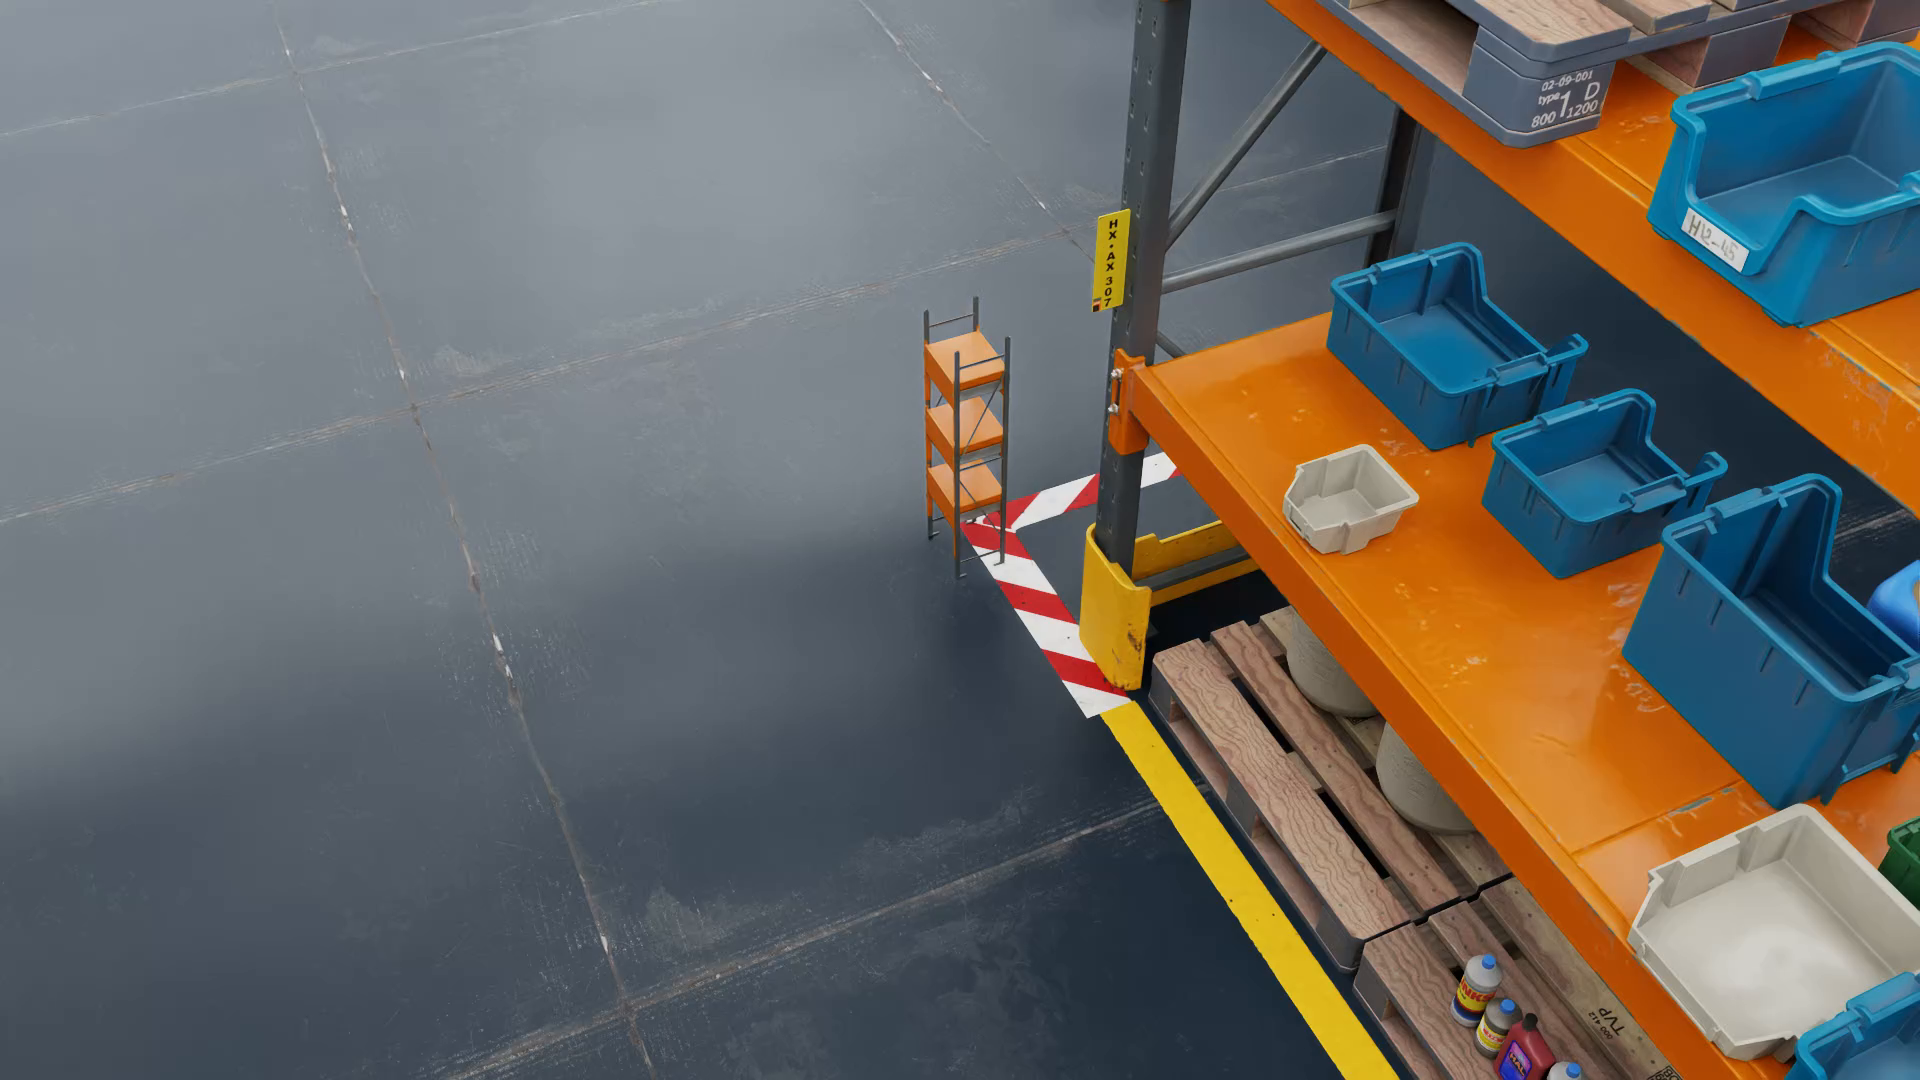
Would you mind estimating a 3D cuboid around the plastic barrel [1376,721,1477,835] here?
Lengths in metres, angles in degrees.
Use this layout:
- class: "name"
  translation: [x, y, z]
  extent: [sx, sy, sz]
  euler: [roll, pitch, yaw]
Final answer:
- class: "plastic barrel"
  translation: [1.486, 0.602, 4.977]
  extent: [0.421, 0.512, 0.421]
  euler: [0, 45, 0]

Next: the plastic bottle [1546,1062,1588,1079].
- class: "plastic bottle"
  translation: [1.553, 1.430, 4.294]
  extent: [0.097, 0.271, 0.097]
  euler: [0, 45, 0]

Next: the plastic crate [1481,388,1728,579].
- class: "plastic crate"
  translation: [1.679, -0.151, 4.374]
  extent: [0.499, 0.251, 0.408]
  euler: [-18, 47, -17]

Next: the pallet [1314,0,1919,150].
- class: "pallet"
  translation: [1.188, -1.295, 3.425]
  extent: [1.003, 0.211, 1.213]
  euler: [-18, 47, -17]

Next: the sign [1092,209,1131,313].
- class: "sign"
  translation: [0.428, -0.789, 4.717]
  extent: [0.100, 0.325, 0.005]
  euler: [-18, 47, -17]

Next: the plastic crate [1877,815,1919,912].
- class: "plastic crate"
  translation: [2.296, 0.826, 3.428]
  extent: [0.450, 0.188, 0.662]
  euler: [-18, 47, -17]

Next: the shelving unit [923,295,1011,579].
- class: "shelving unit"
  translation: [0.022, -0.340, 5.847]
  extent: [0.215, 1.050, 0.252]
  euler: [-18, 47, -17]

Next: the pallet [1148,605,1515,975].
- class: "pallet"
  translation: [1.340, 0.696, 5.394]
  extent: [1.003, 0.211, 1.213]
  euler: [-18, 47, -17]

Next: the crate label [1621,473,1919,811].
- class: "crate label"
  translation: [1.948, 0.230, 3.856]
  extent: [0.502, 0.435, 0.616]
  euler: [-18, 47, -17]

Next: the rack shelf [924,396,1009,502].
- class: "rack shelf"
  translation: [0.022, -0.332, 5.854]
  extent: [0.215, 0.259, 0.240]
  euler: [-18, 47, -17]

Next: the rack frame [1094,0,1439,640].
- class: "rack frame"
  translation: [0.929, -0.850, 4.976]
  extent: [1.000, 3.000, 0.127]
  euler: [-18, 47, -17]

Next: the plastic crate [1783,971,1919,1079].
- class: "plastic crate"
  translation: [1.899, 1.127, 3.078]
  extent: [0.499, 0.251, 0.616]
  euler: [-18, 47, -17]

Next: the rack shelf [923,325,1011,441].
- class: "rack shelf"
  translation: [0.022, -0.534, 5.655]
  extent: [0.215, 0.259, 0.240]
  euler: [-18, 47, -17]

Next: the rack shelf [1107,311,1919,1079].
- class: "rack shelf"
  translation: [1.770, 0.680, 3.937]
  extent: [1.077, 0.370, 4.000]
  euler: [-18, 47, -17]

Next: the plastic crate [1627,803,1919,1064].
- class: "plastic crate"
  translation: [1.698, 0.833, 3.458]
  extent: [0.530, 0.136, 0.437]
  euler: [-18, 47, -17]

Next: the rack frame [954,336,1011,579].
- class: "rack frame"
  translation: [0.073, -0.262, 5.768]
  extent: [0.200, 1.050, 0.008]
  euler: [-18, 47, -17]

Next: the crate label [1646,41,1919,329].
- class: "crate label"
  translation: [1.416, -0.575, 2.667]
  extent: [0.502, 0.251, 0.408]
  euler: [-18, 47, -17]

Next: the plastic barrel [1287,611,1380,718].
- class: "plastic barrel"
  translation: [1.275, 0.283, 5.300]
  extent: [0.421, 0.512, 0.421]
  euler: [0, 45, 0]

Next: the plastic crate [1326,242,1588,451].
- class: "plastic crate"
  translation: [1.411, -0.567, 4.795]
  extent: [0.499, 0.251, 0.616]
  euler: [-18, 47, -17]

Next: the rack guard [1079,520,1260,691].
- class: "rack guard"
  translation: [1.003, 0.074, 5.819]
  extent: [1.175, 0.500, 0.348]
  euler: [-18, 47, -17]

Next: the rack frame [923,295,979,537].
- class: "rack frame"
  translation: [-0.029, -0.417, 5.925]
  extent: [0.200, 1.050, 0.008]
  euler: [-18, 47, -17]

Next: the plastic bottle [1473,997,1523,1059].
- class: "plastic bottle"
  translation: [1.452, 1.303, 4.473]
  extent: [0.097, 0.201, 0.097]
  euler: [0, 45, 0]

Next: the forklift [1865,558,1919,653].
- class: "forklift"
  translation: [3.756, 0.530, 3.626]
  extent: [1.130, 2.935, 3.031]
  euler: [-25, 50, -23]

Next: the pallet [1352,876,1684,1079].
- class: "pallet"
  translation: [1.849, 1.472, 4.607]
  extent: [1.003, 0.211, 1.213]
  euler: [-18, 47, -17]

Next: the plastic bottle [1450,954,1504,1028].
- class: "plastic bottle"
  translation: [1.408, 1.212, 4.516]
  extent: [0.097, 0.271, 0.097]
  euler: [0, 45, 0]

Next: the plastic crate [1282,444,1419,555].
- class: "plastic crate"
  translation: [1.013, -0.091, 4.394]
  extent: [0.298, 0.136, 0.250]
  euler: [-18, 47, -17]

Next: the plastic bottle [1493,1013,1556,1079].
- class: "plastic bottle"
  translation: [1.487, 1.357, 4.360]
  extent: [0.061, 0.283, 0.133]
  euler: [-17, 47, -17]

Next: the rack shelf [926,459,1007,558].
- class: "rack shelf"
  translation: [0.022, -0.134, 6.049]
  extent: [0.215, 0.259, 0.240]
  euler: [-18, 47, -17]
